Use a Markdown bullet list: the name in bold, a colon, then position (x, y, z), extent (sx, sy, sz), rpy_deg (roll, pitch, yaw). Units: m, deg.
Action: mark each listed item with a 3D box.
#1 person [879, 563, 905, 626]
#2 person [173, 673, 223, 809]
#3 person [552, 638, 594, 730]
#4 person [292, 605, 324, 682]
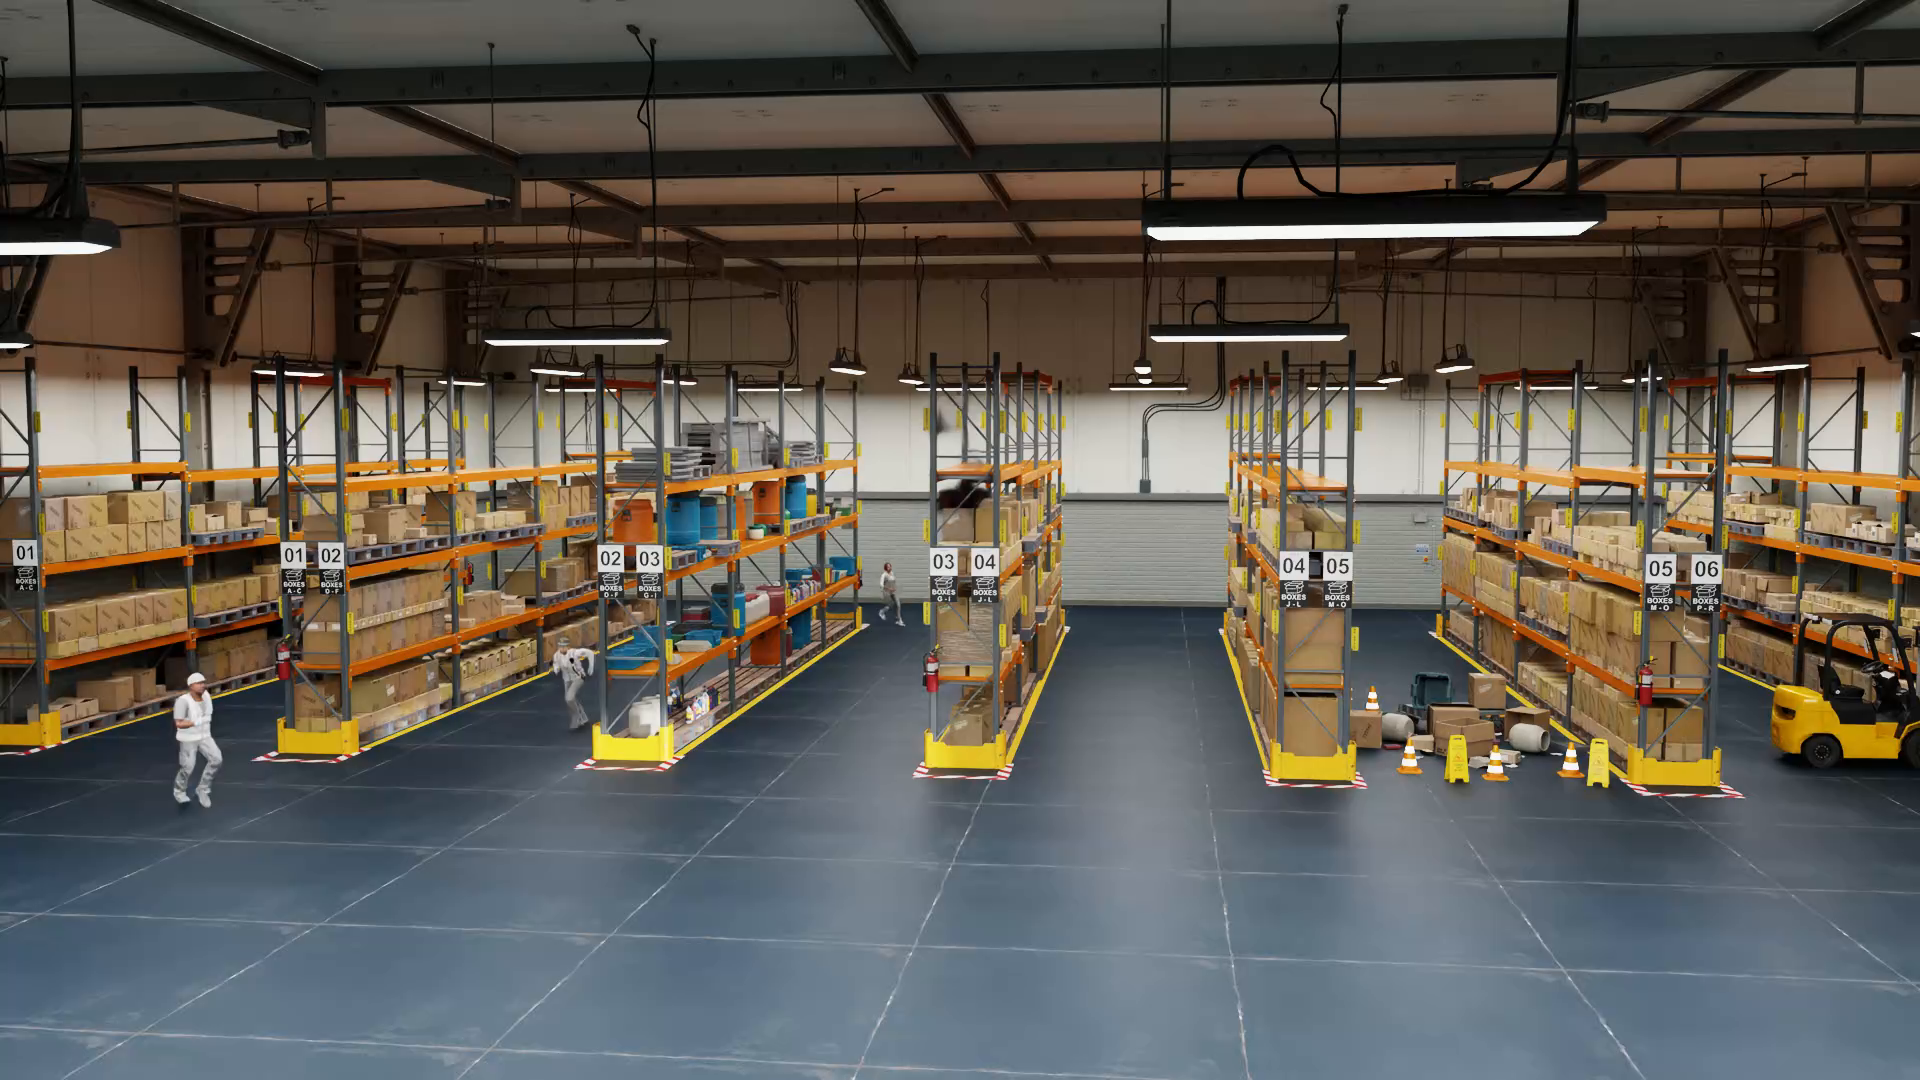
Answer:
- **person**: position (-1.778, 1.333, 41.050), extent (0.784, 1.565, 0.580), rpy_deg (4, 6, 43)
- **person**: position (-9.896, 2.594, 21.534), extent (0.828, 1.771, 0.715), rpy_deg (2, 4, 25)
- **person**: position (-6.269, 2.323, 27.047), extent (0.642, 1.540, 0.917), rpy_deg (1, 4, 15)
- **person**: position (-11.954, 1.985, 30.581), extent (0.670, 1.717, 0.839), rpy_deg (-1, 4, -10)
